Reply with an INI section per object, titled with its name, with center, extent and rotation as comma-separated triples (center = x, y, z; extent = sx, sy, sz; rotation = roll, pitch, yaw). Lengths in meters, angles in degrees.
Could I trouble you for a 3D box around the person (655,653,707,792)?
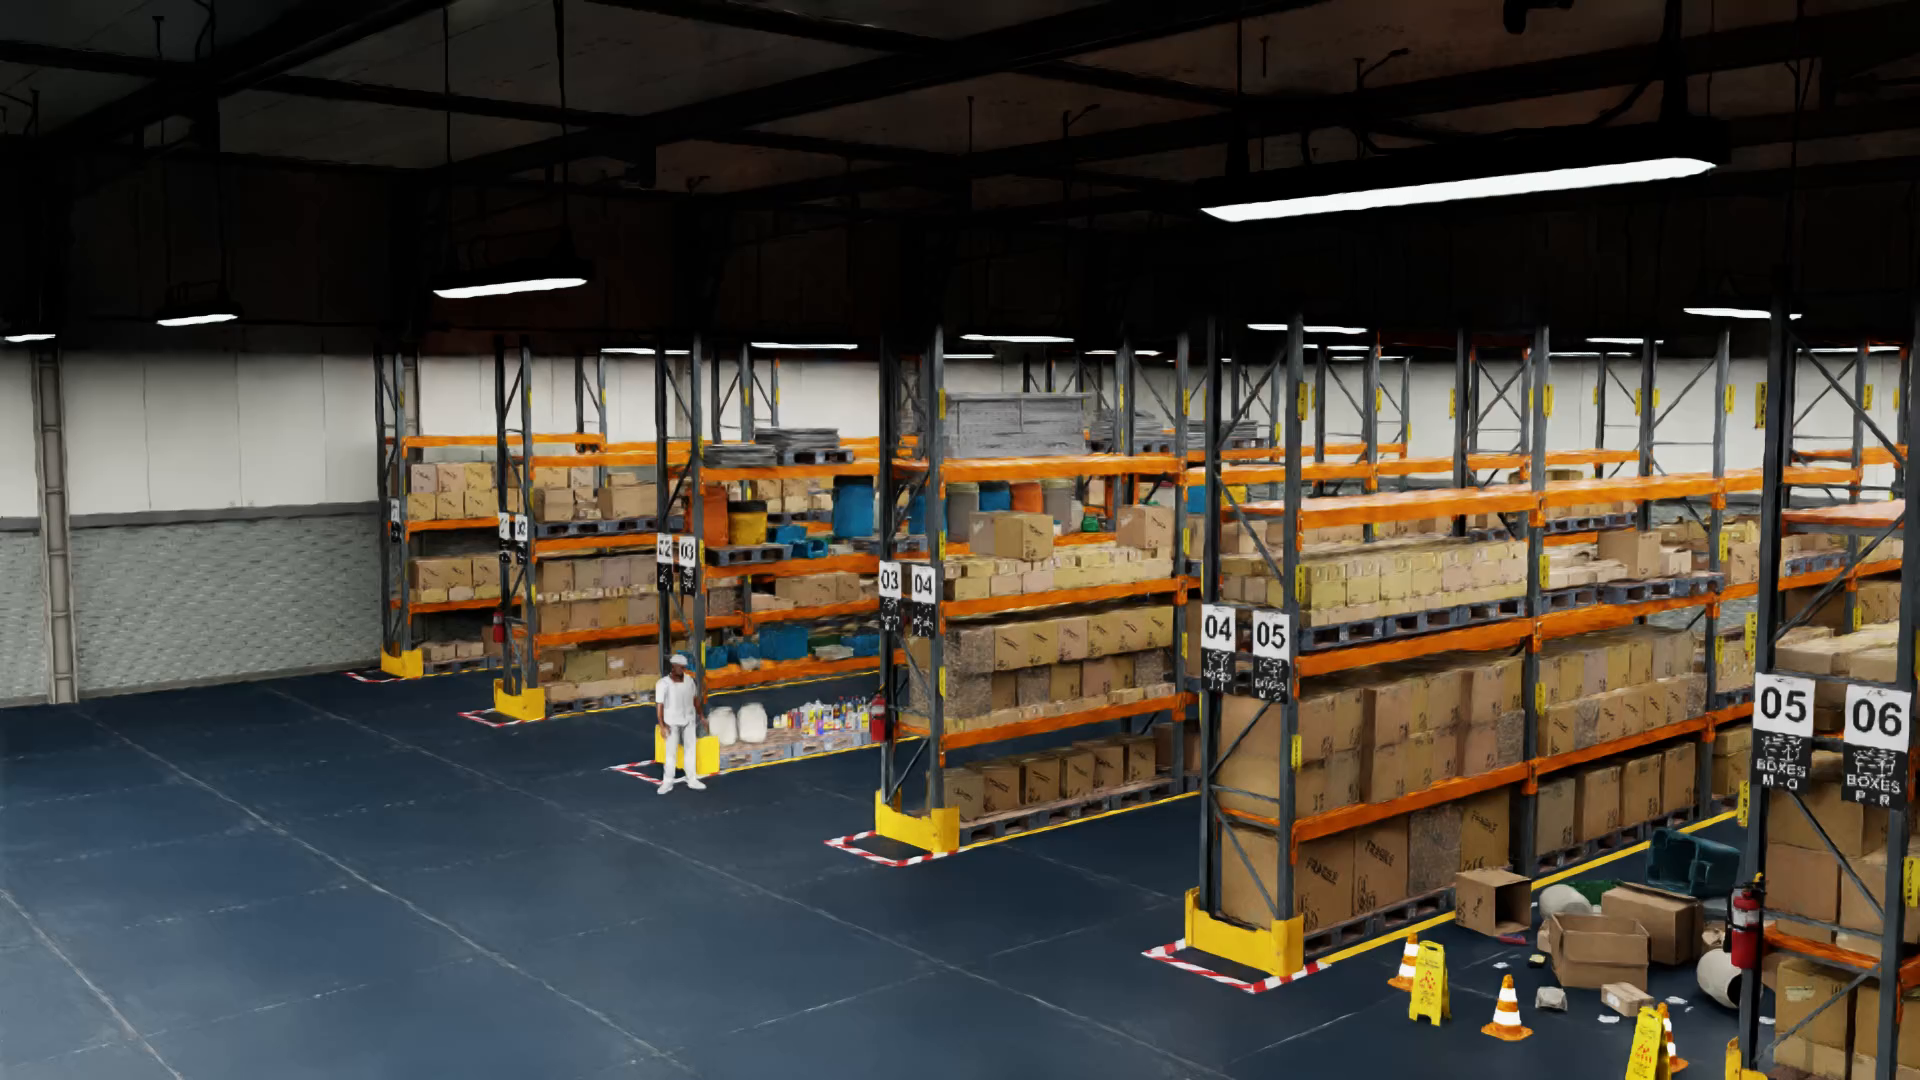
[person]
center = -3.561, 2.327, 21.282
extent = 0.703, 1.768, 0.380
rotation = -4, 6, -35
